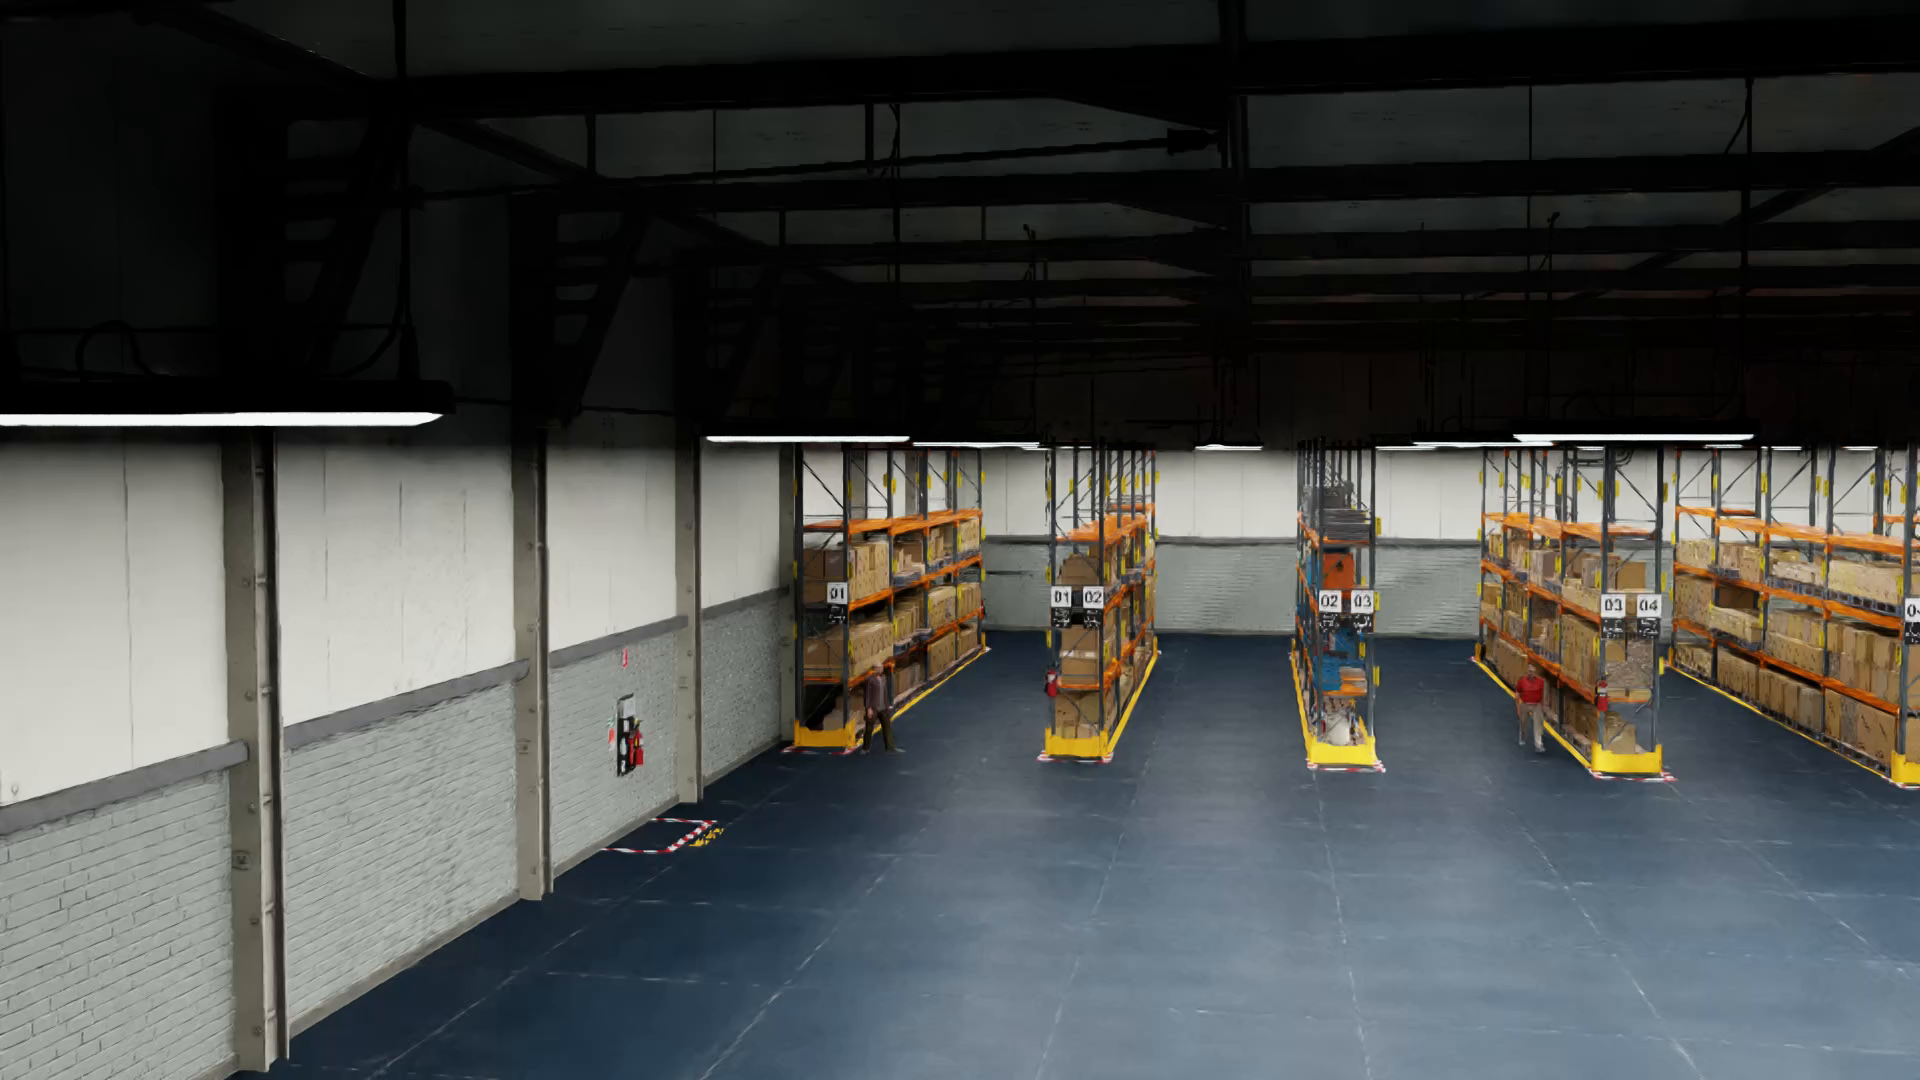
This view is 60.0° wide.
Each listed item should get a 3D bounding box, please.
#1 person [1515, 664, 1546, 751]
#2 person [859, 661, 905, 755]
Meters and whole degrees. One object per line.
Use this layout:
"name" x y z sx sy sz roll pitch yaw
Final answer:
"person" 10.946 3.192 31.934 0.542 1.645 1.126 1 3 13
"person" -1.522 3.161 31.347 0.782 1.771 0.612 -3 4 -41
